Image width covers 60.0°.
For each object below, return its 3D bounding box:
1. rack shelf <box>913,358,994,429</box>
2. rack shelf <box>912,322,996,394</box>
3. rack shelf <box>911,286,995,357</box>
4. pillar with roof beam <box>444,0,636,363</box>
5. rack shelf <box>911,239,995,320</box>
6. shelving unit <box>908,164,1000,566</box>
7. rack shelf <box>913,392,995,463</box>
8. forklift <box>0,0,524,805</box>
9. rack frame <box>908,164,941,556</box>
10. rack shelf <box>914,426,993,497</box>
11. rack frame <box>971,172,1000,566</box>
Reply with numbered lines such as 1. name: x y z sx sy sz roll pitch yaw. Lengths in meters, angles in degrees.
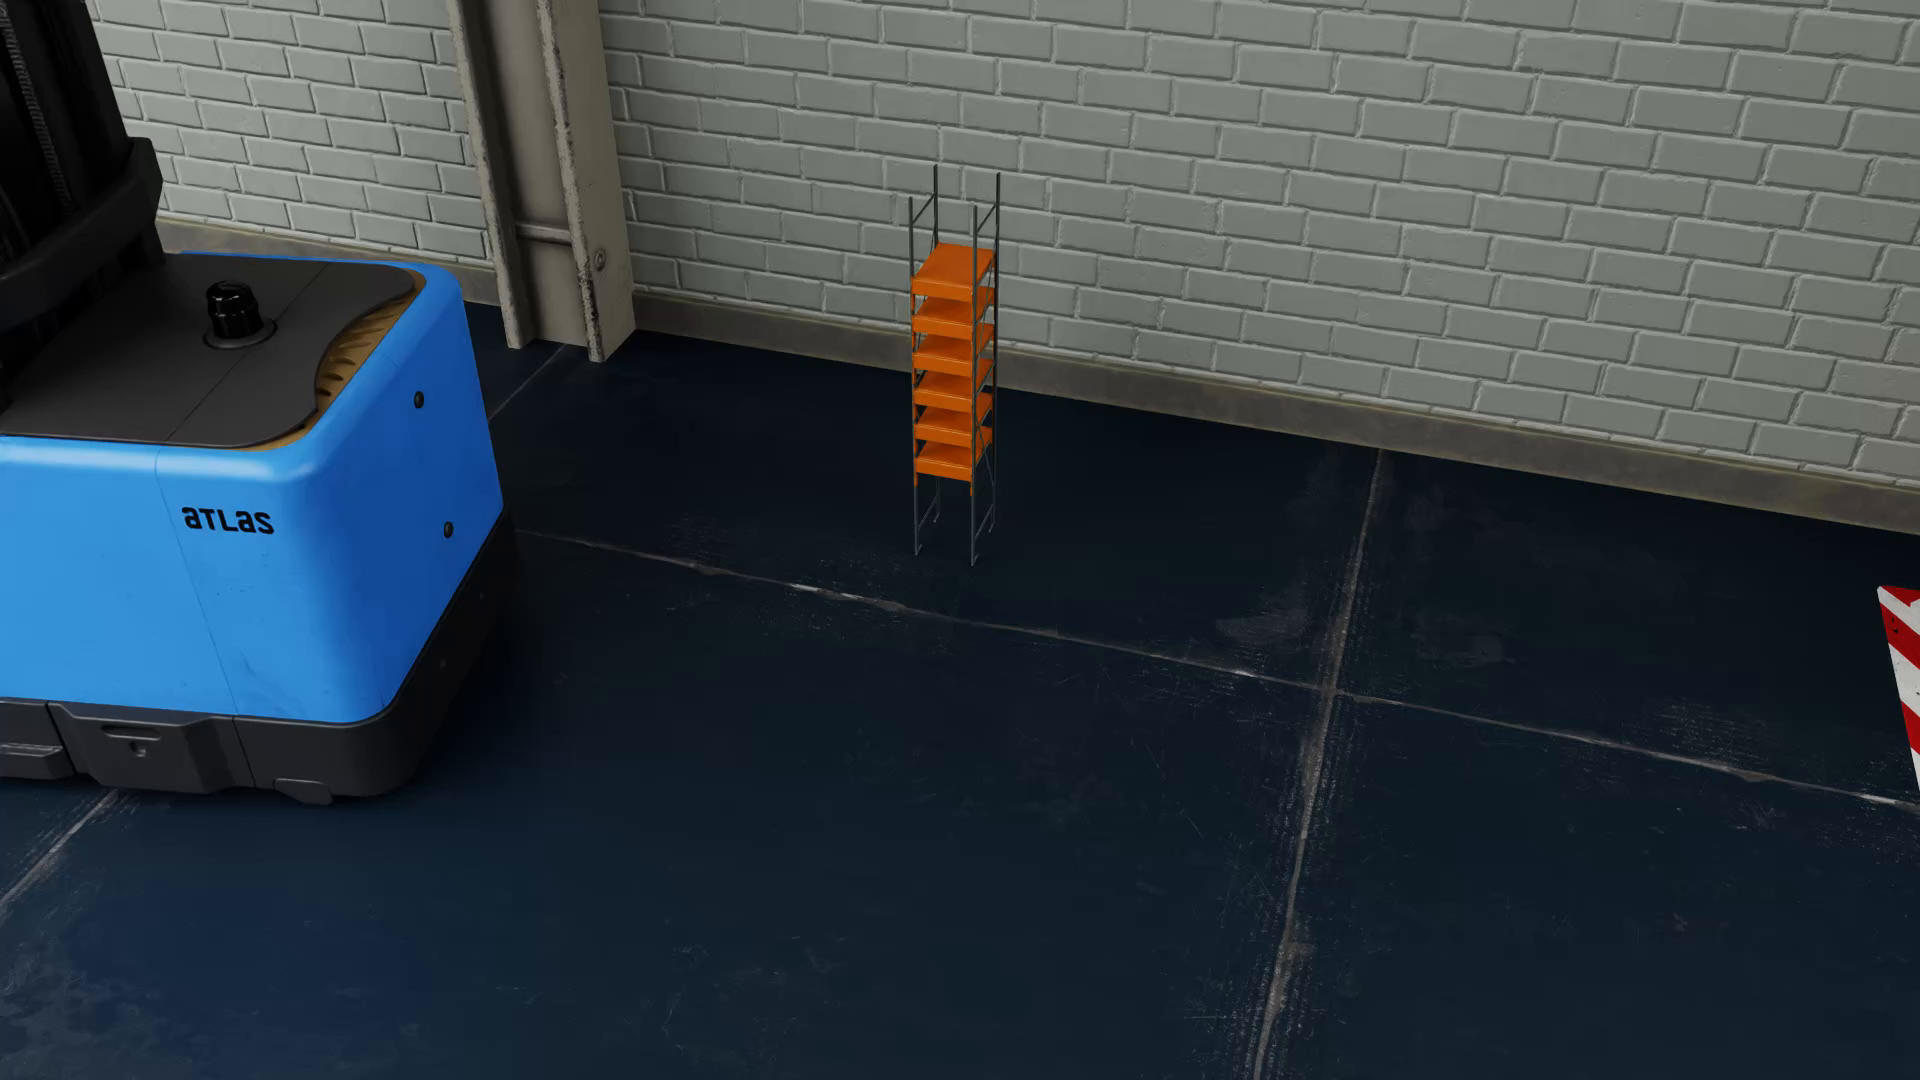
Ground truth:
1. rack shelf: -0.014 -0.450 4.924 0.180 0.103 0.258 10 38 14
2. rack shelf: -0.014 -0.547 4.853 0.180 0.103 0.258 10 38 14
3. rack shelf: -0.014 -0.643 4.782 0.180 0.103 0.258 10 38 14
4. pillar with roof beam: -2.746 -1.965 0.328 0.400 9.000 9.100 10 38 14
5. rack shelf: -0.014 -0.740 4.711 0.180 0.103 0.258 10 38 14
6. shelving unit: -0.014 -0.486 4.898 0.189 1.200 0.258 10 38 14
7. rack shelf: -0.014 -0.353 4.995 0.180 0.103 0.258 10 38 14
8. forklift: -2.863 -0.871 3.960 3.031 2.935 1.130 4 37 5
9. rack frame: -0.101 -0.502 4.920 0.006 1.200 0.240 10 38 14
10. rack shelf: -0.014 -0.257 5.066 0.180 0.103 0.258 10 38 14
11. rack frame: 0.074 -0.470 4.876 0.006 1.200 0.240 10 38 14
